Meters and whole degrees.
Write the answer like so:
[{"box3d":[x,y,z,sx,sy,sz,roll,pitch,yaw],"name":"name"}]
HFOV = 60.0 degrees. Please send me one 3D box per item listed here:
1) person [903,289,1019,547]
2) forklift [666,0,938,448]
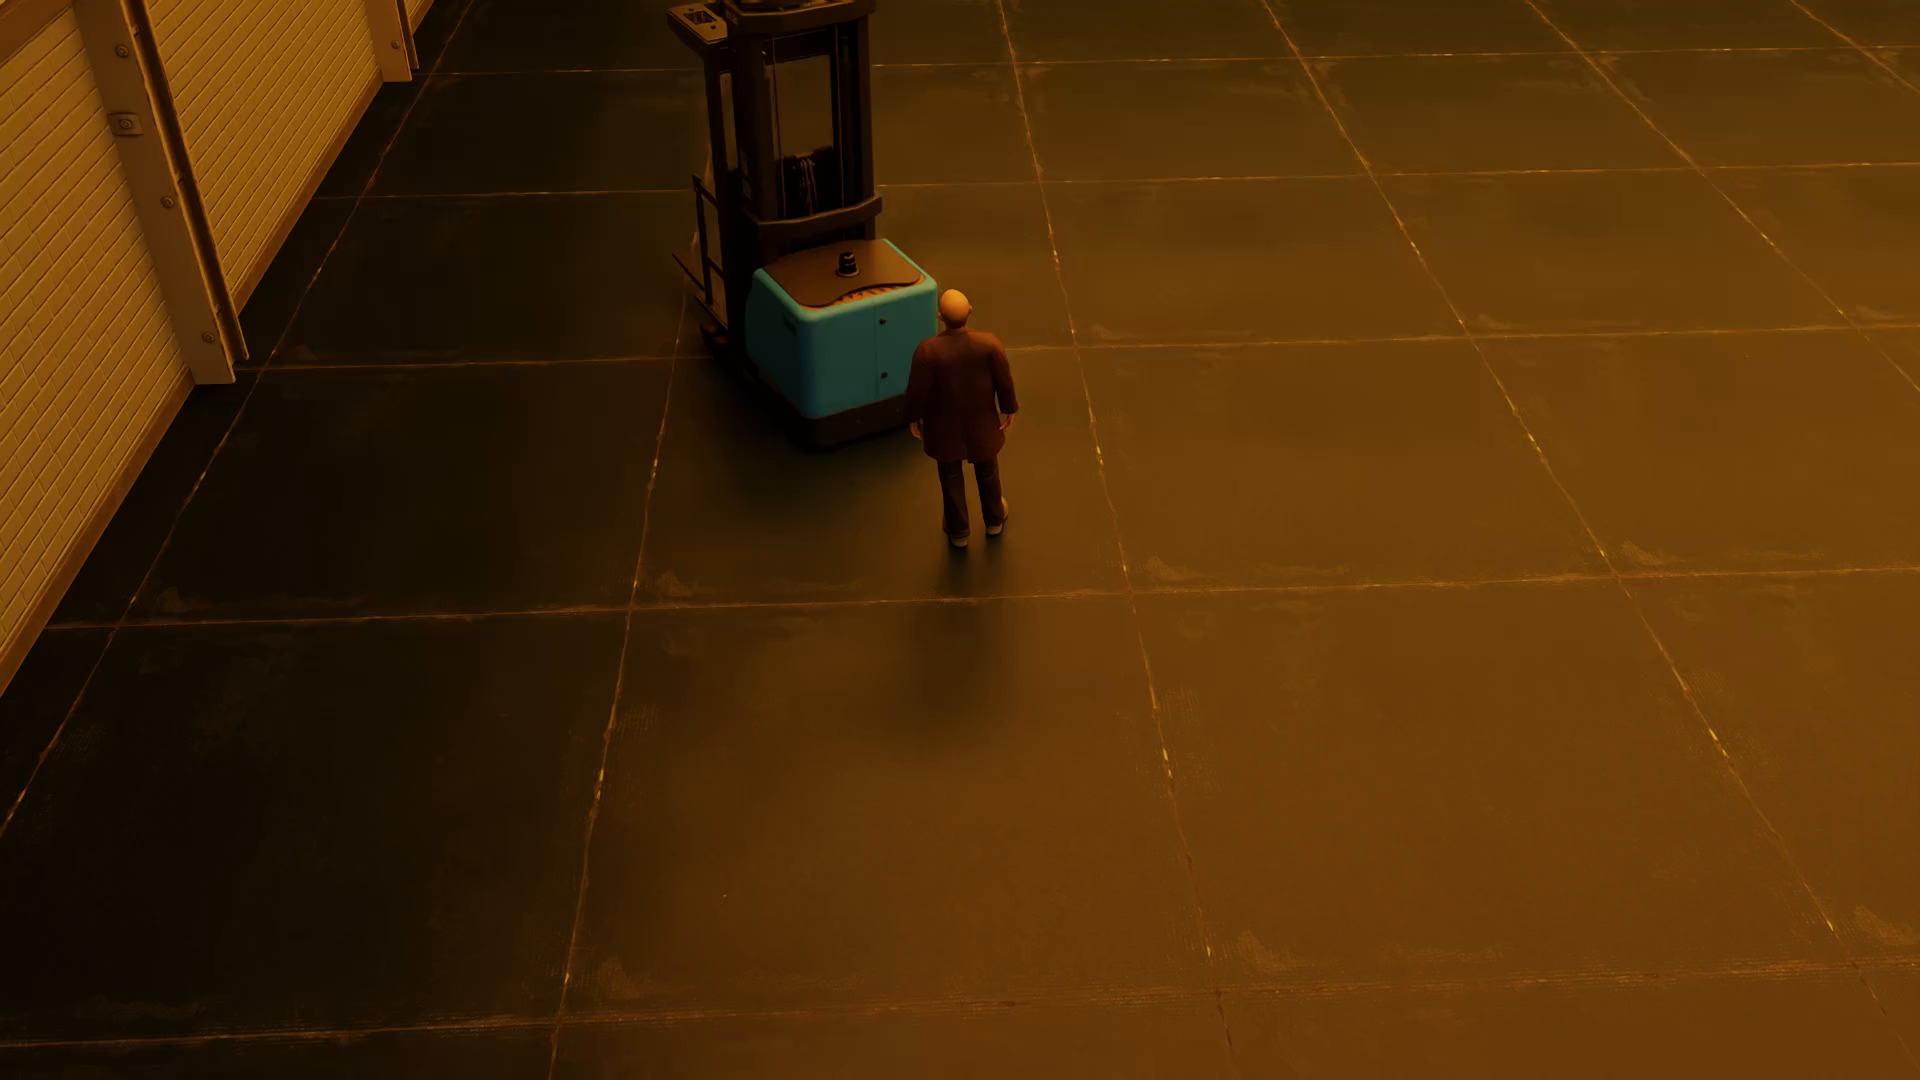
[{"box3d":[0.000,-0.778,10.046,0.696,1.775,0.582,-2,36,-2],"name":"person"},{"box3d":[-1.289,-2.650,11.649,1.130,2.935,3.031,-18,40,-23],"name":"forklift"}]
